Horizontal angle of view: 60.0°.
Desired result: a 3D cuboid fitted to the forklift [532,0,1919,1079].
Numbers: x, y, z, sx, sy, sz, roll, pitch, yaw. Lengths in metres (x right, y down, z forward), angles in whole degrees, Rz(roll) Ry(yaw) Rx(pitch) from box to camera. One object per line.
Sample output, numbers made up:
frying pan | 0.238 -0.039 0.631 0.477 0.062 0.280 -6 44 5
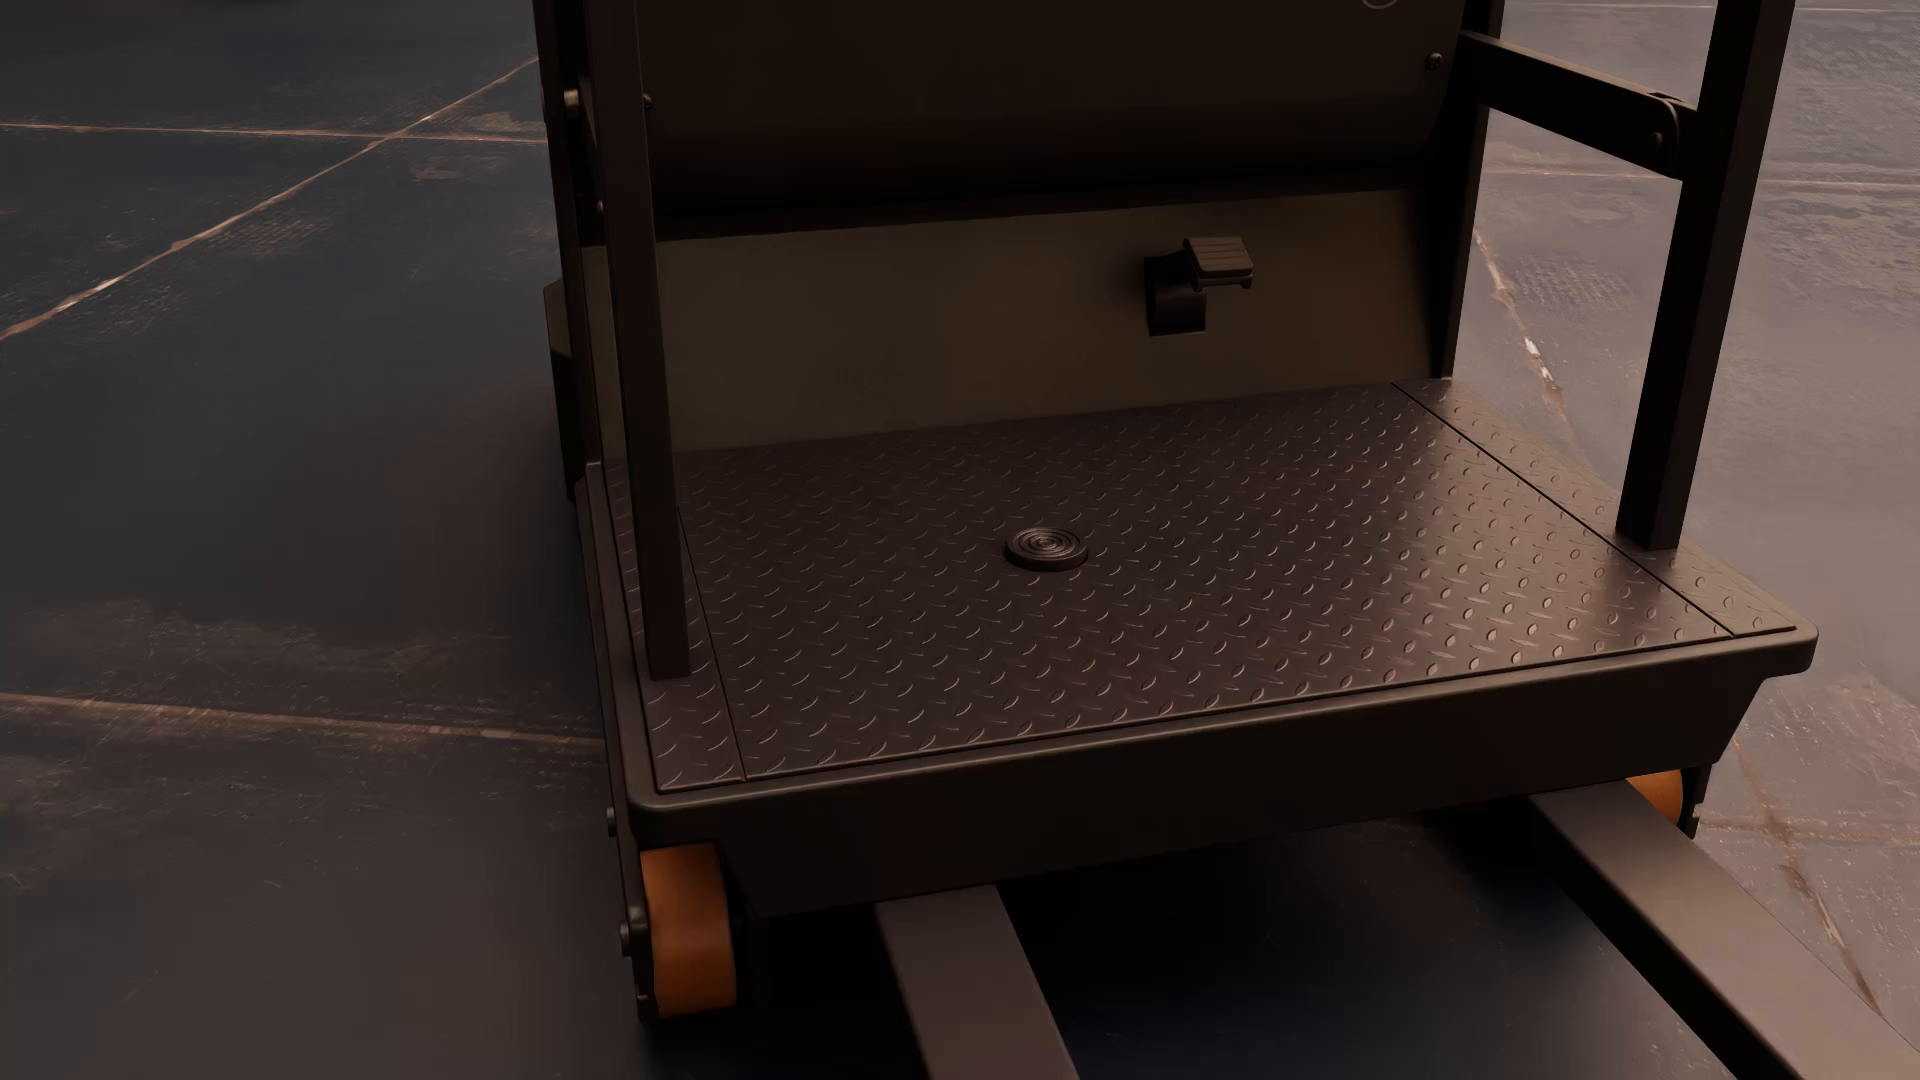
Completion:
forklift | 0.153 -1.049 1.319 1.130 2.935 3.031 -7 27 -13
